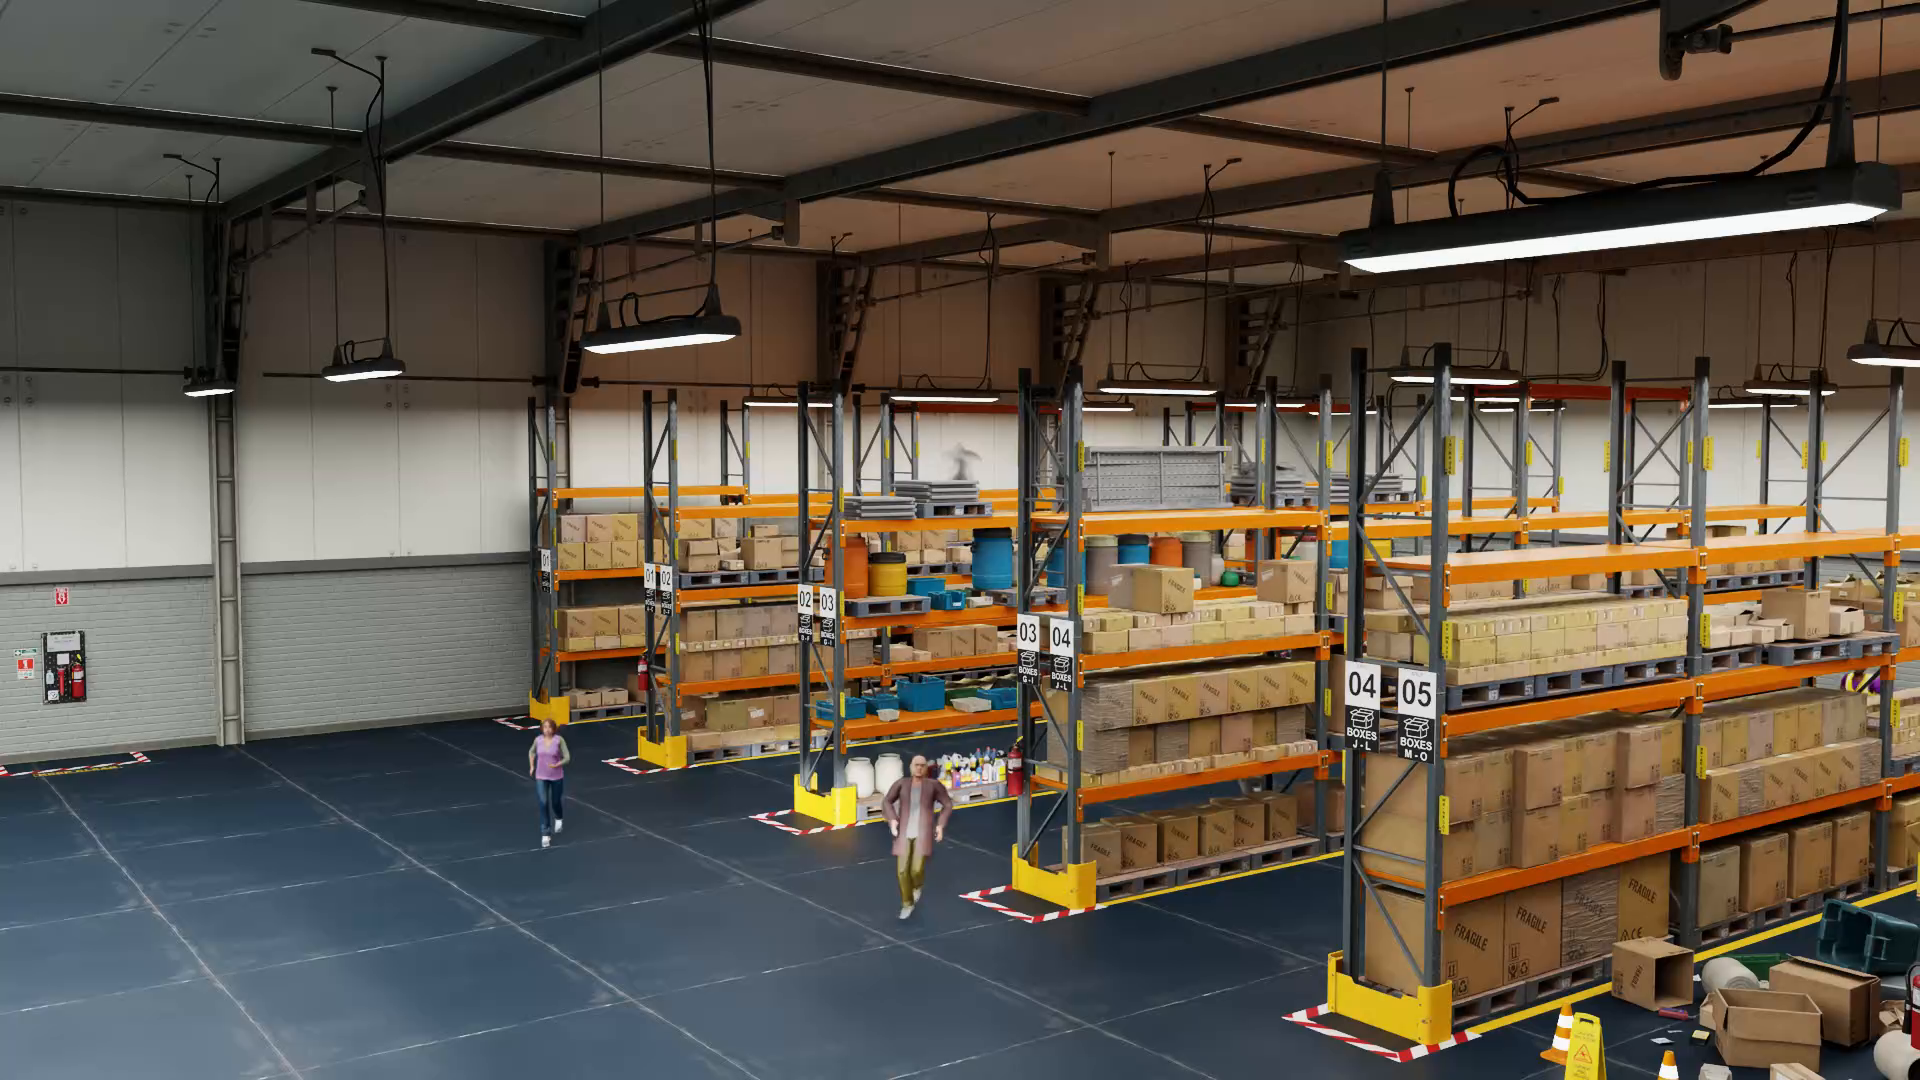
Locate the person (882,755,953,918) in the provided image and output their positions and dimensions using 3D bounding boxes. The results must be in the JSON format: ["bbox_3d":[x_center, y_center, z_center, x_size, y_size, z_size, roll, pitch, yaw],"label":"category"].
[{"bbox_3d":[-0.489,3.236,18.217,0.772,1.749,0.565,1,3,10],"label":"person"}]

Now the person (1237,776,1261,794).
[{"bbox_3d":[4.061,2.953,23.665,0.555,1.631,0.558,-3,5,-43],"label":"person"}]

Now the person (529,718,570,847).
[{"bbox_3d":[-5.304,3.085,21.470,0.546,1.599,0.819,0,3,-7],"label":"person"}]

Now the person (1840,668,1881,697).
[{"bbox_3d":[14.156,2.736,26.158,0.870,1.794,0.774,-3,4,-38],"label":"person"}]
